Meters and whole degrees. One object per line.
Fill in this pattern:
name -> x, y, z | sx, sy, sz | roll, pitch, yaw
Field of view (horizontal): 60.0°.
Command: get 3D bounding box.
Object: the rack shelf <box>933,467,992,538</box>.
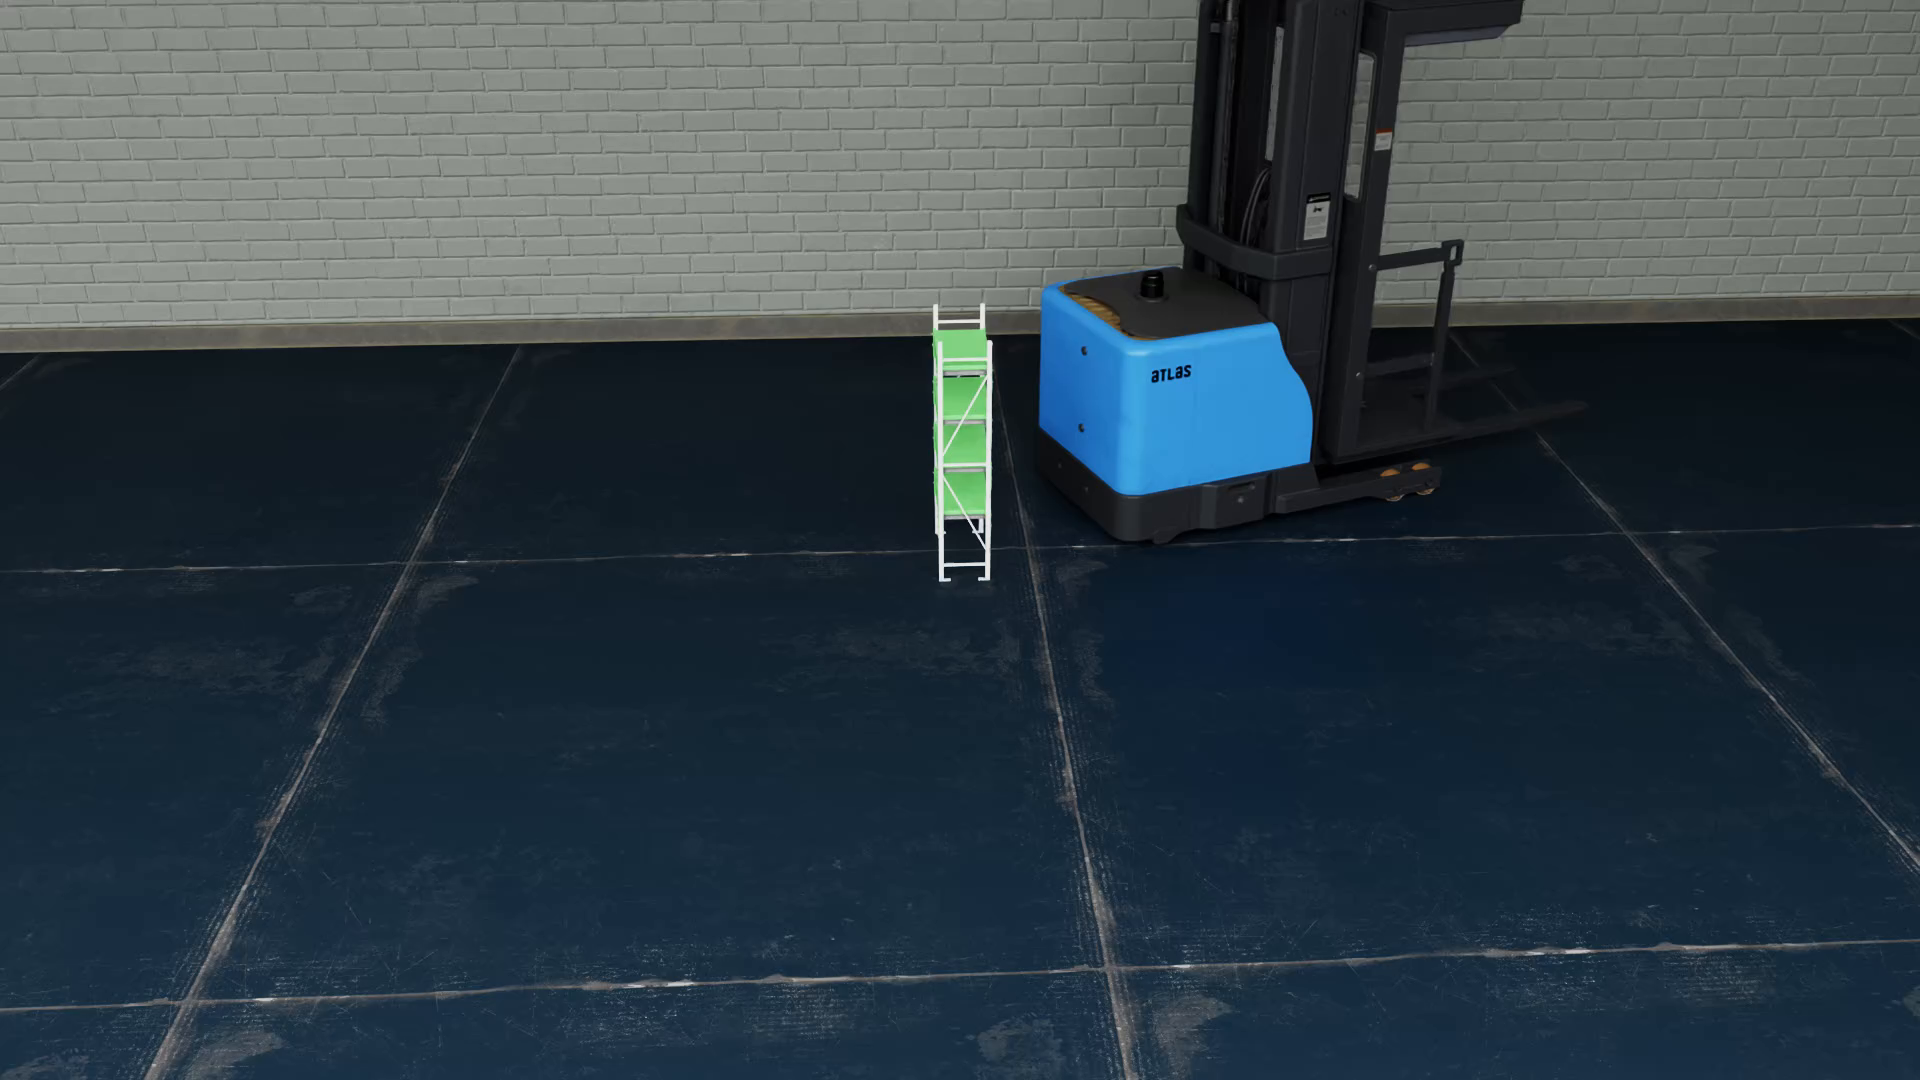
rack shelf -> 0.009, -0.186, 7.966 | 0.258, 0.148, 0.480 | -1, 28, -3

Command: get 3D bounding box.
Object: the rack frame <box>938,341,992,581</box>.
rack frame -> 0.021, -0.343, 7.610 | 0.240, 1.200, 0.015 | -1, 28, -3

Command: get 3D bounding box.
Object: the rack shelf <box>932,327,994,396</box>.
rack shelf -> 0.009, -0.824, 7.634 | 0.258, 0.148, 0.480 | -1, 28, -3

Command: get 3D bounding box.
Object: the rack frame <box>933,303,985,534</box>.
rack frame -> -0.004, -0.568, 8.042 | 0.240, 1.200, 0.015 | -1, 28, -3

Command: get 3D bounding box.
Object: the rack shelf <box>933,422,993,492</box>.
rack shelf -> 0.009, -0.399, 7.856 | 0.258, 0.148, 0.480 | -1, 28, -3

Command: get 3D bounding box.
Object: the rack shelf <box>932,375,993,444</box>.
rack shelf -> 0.009, -0.612, 7.745 | 0.258, 0.148, 0.480 | -1, 28, -3

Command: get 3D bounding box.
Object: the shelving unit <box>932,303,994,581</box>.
shelving unit -> 0.009, -0.456, 7.826 | 0.258, 1.200, 0.503 | -1, 28, -3

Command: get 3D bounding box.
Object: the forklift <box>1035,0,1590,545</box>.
forklift -> 1.963, -1.711, 8.361 | 3.031, 2.935, 1.130 | -11, 30, -21
